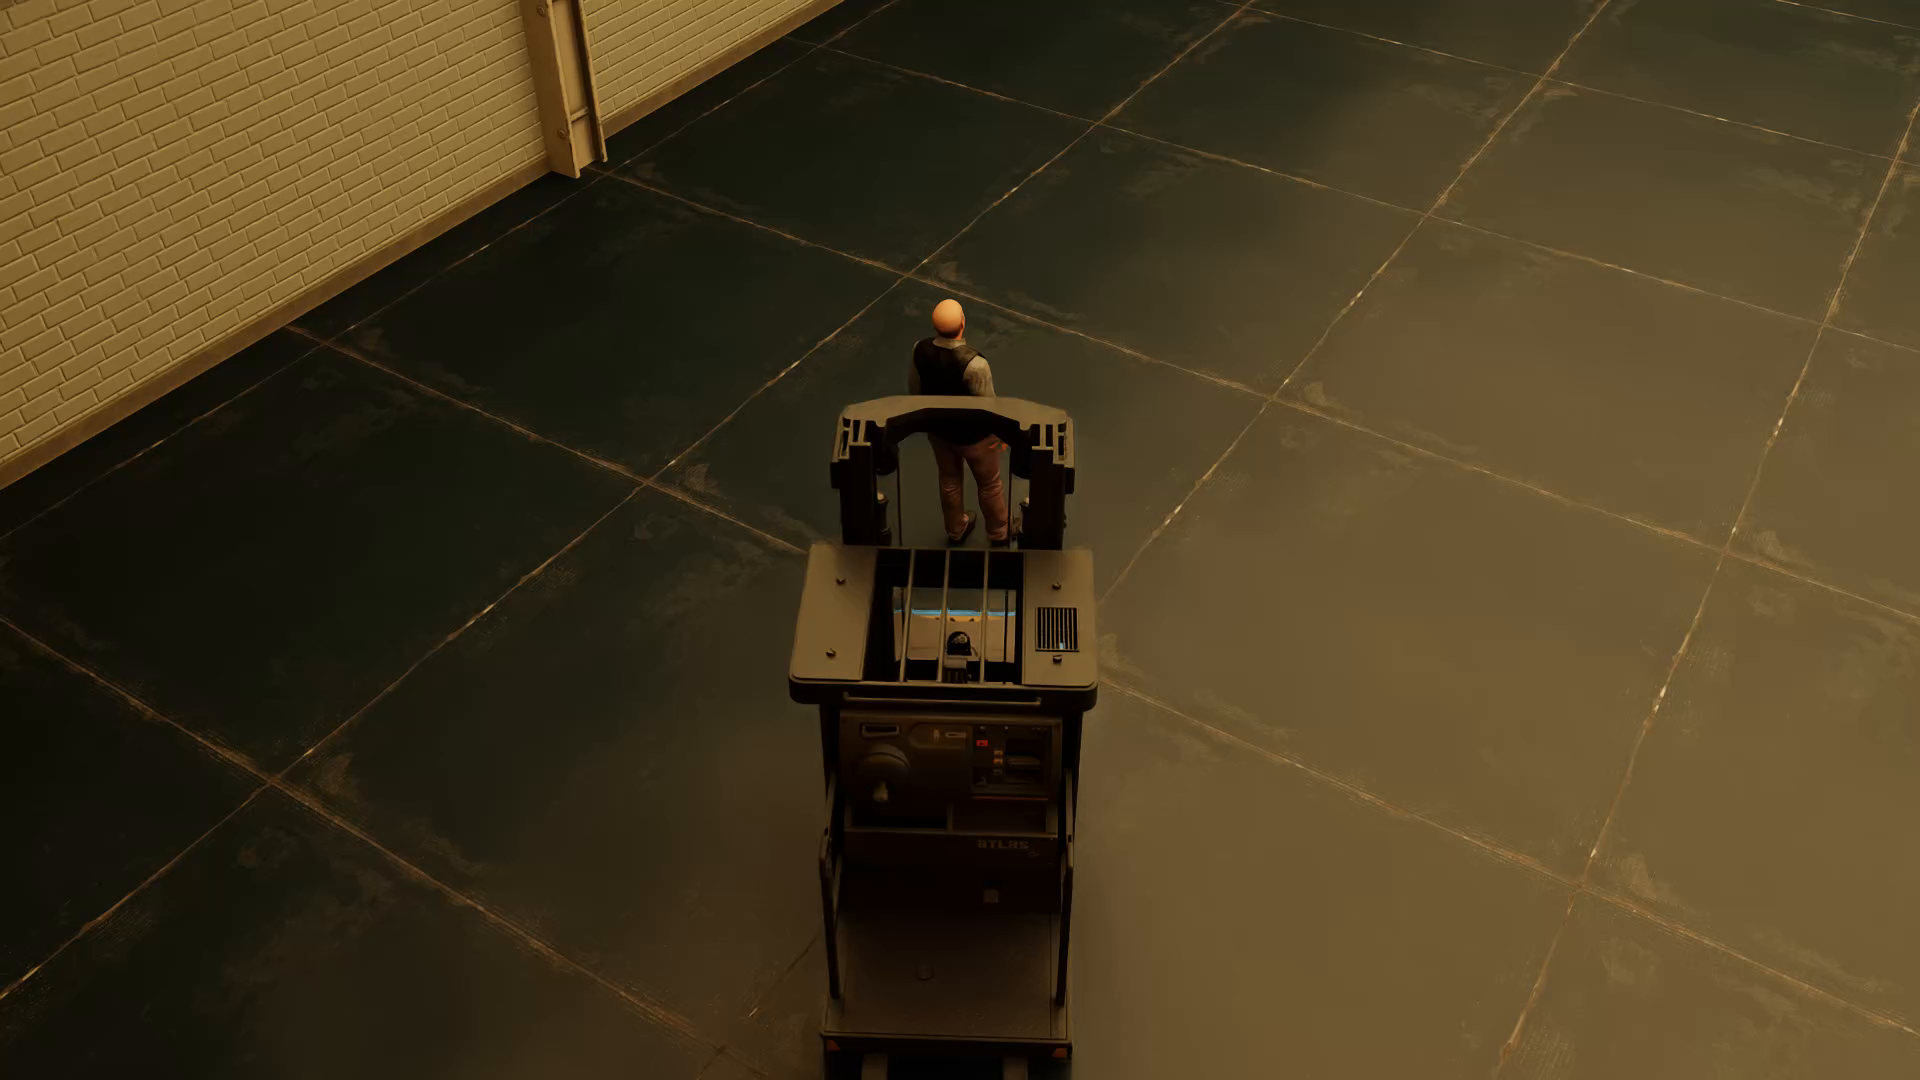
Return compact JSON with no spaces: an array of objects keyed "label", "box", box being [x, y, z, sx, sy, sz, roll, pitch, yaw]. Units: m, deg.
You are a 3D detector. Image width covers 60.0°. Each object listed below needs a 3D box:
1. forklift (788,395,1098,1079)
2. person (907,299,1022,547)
[{"label":"forklift","box":[-0.045,0.994,6.794,1.130,2.935,3.031,1,40,2]},{"label":"person","box":[0.040,-0.694,9.711,0.633,1.722,0.566,22,45,24]}]
